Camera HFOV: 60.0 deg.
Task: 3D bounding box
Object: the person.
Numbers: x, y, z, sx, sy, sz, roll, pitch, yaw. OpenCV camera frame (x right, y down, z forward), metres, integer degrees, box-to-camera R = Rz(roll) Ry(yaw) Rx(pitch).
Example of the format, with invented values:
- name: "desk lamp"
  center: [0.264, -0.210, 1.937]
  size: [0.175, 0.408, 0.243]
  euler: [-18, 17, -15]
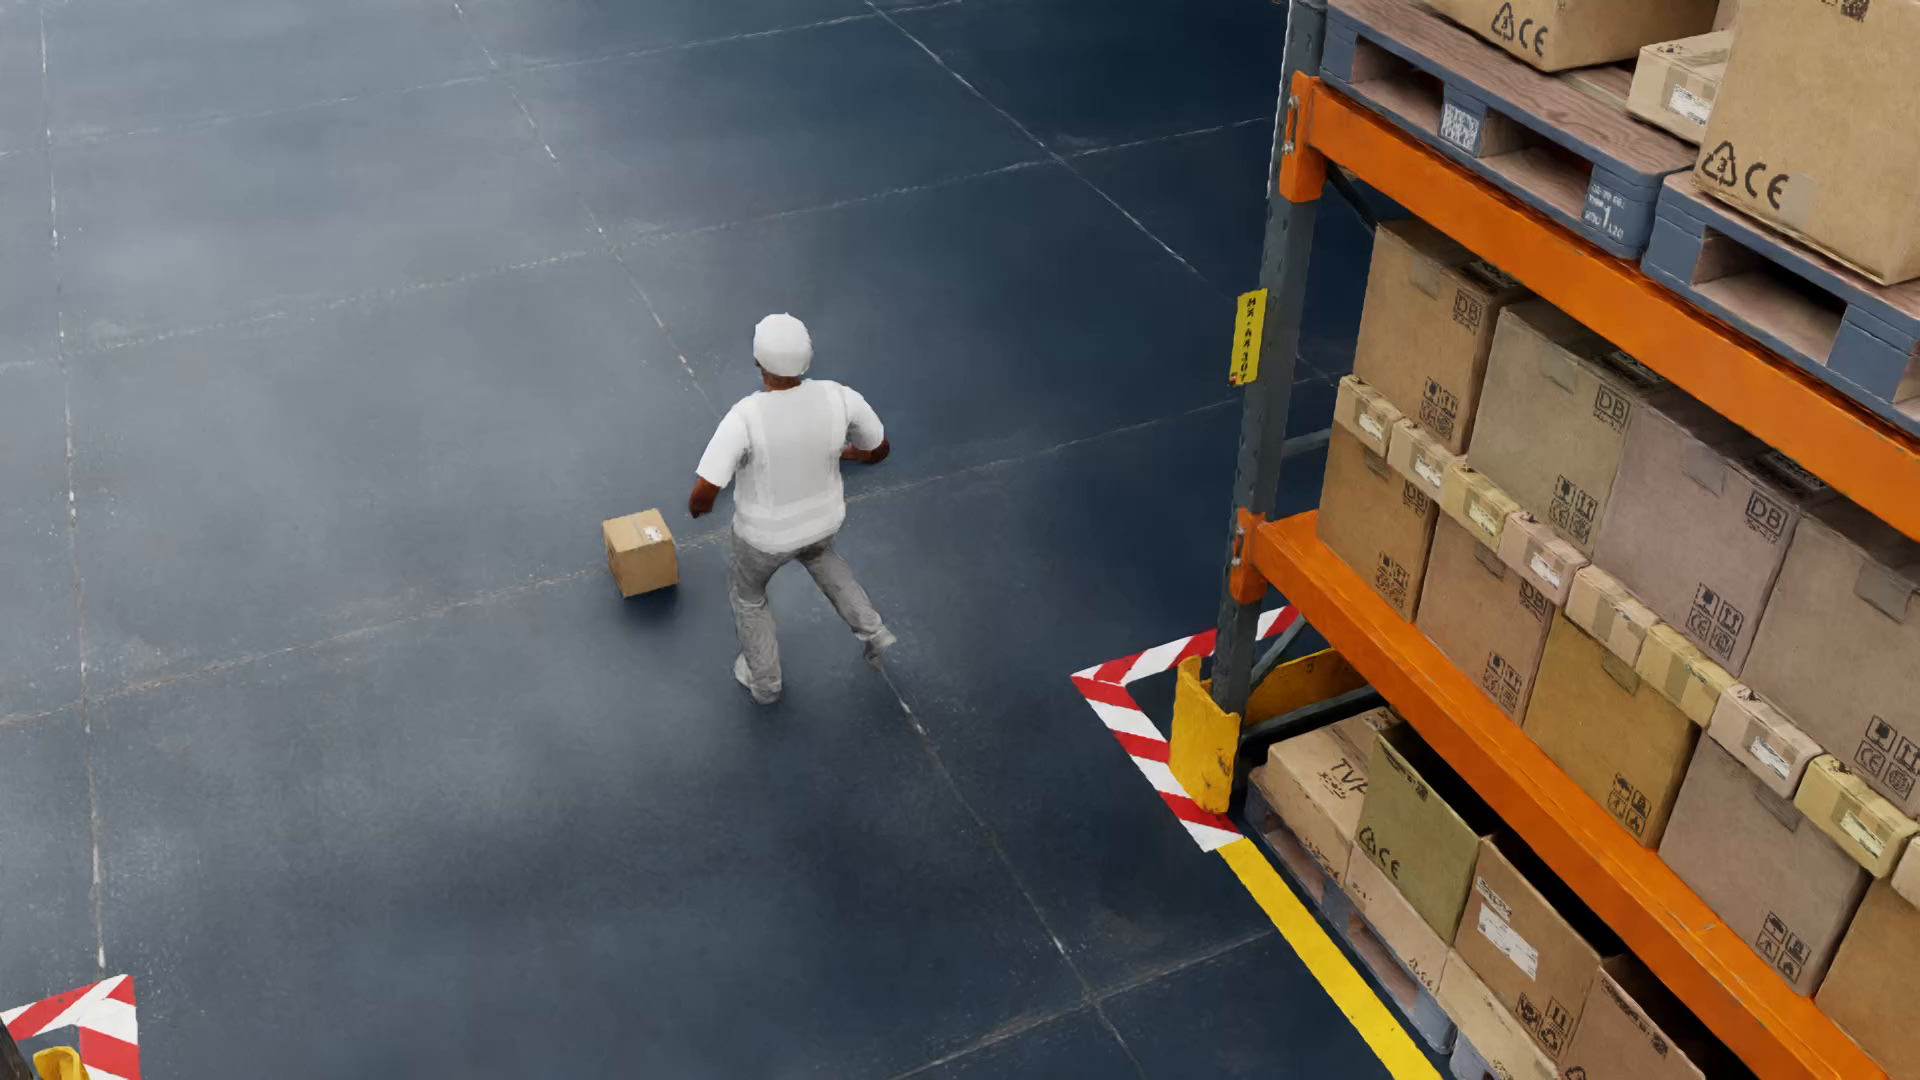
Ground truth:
- name: "person"
  center: [-0.669, -0.097, 6.286]
  size: [0.801, 1.733, 0.502]
  euler: [-22, 42, -26]
